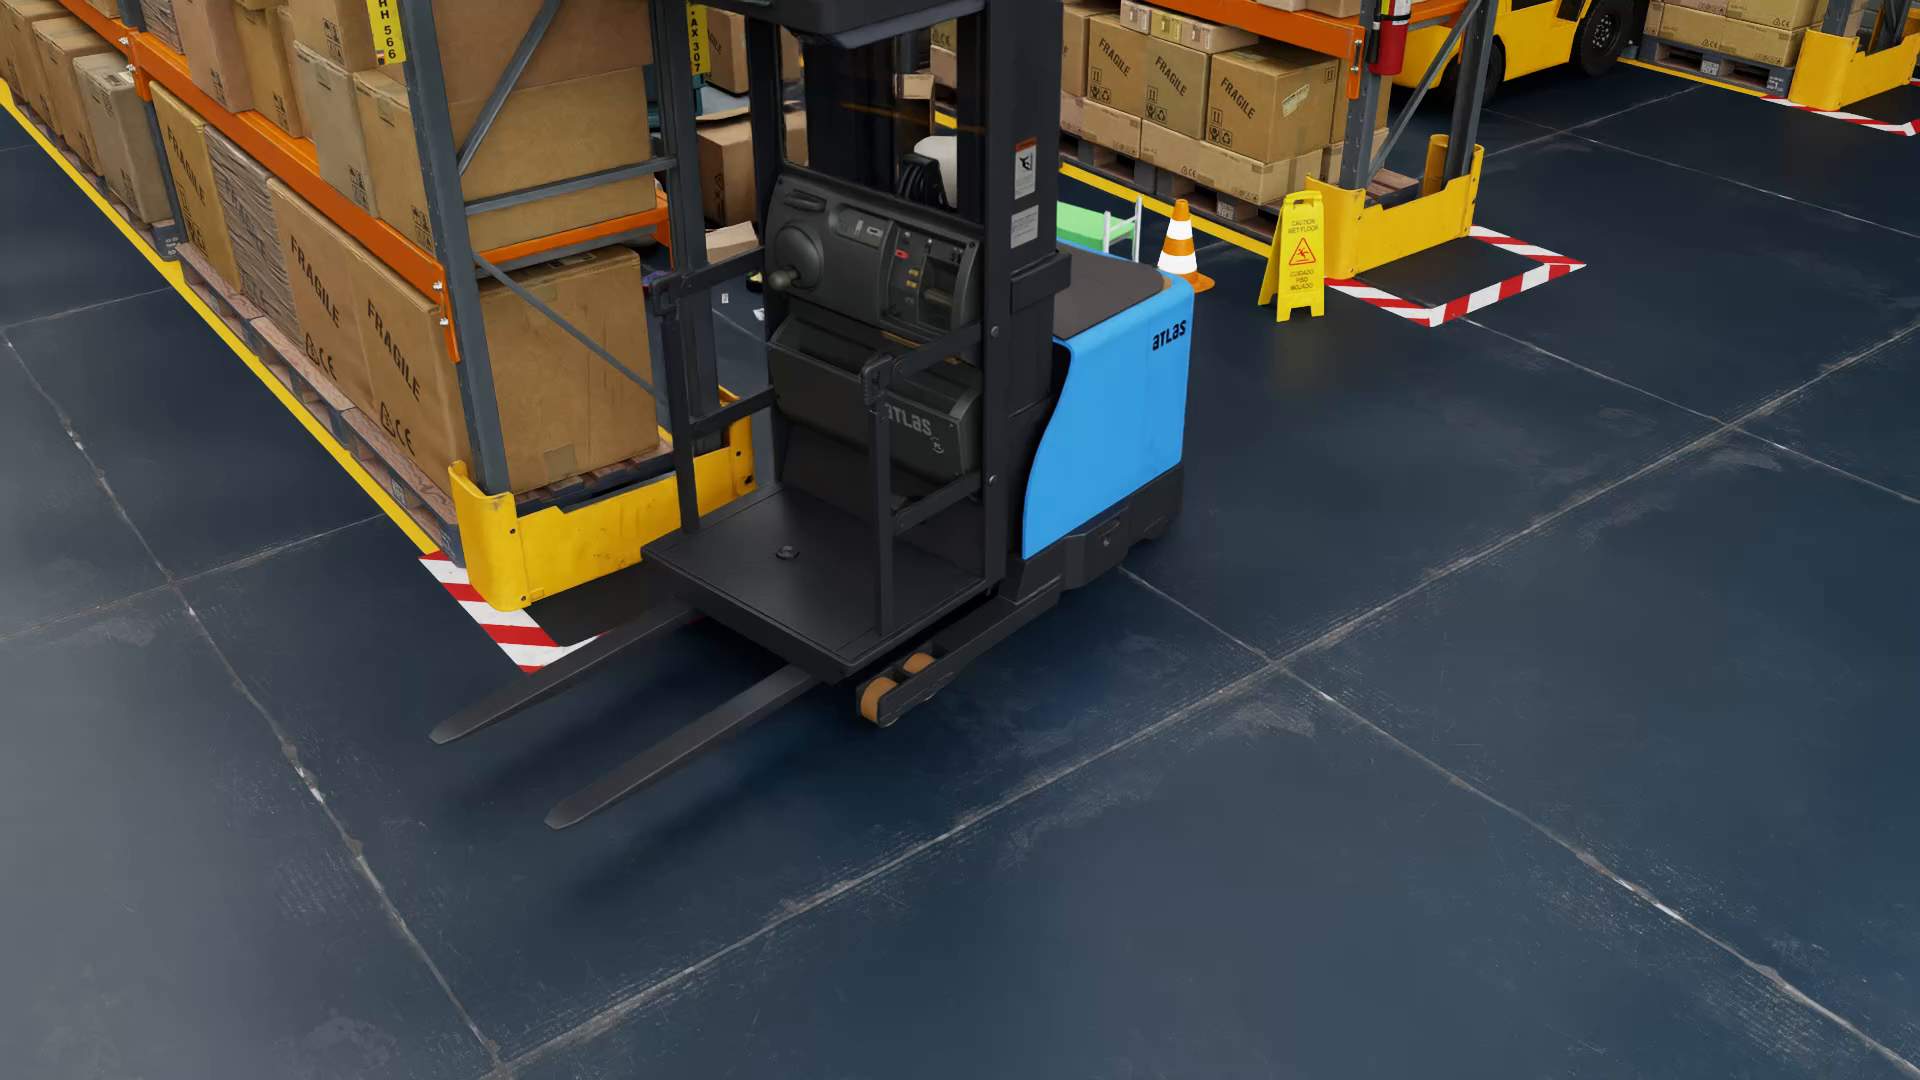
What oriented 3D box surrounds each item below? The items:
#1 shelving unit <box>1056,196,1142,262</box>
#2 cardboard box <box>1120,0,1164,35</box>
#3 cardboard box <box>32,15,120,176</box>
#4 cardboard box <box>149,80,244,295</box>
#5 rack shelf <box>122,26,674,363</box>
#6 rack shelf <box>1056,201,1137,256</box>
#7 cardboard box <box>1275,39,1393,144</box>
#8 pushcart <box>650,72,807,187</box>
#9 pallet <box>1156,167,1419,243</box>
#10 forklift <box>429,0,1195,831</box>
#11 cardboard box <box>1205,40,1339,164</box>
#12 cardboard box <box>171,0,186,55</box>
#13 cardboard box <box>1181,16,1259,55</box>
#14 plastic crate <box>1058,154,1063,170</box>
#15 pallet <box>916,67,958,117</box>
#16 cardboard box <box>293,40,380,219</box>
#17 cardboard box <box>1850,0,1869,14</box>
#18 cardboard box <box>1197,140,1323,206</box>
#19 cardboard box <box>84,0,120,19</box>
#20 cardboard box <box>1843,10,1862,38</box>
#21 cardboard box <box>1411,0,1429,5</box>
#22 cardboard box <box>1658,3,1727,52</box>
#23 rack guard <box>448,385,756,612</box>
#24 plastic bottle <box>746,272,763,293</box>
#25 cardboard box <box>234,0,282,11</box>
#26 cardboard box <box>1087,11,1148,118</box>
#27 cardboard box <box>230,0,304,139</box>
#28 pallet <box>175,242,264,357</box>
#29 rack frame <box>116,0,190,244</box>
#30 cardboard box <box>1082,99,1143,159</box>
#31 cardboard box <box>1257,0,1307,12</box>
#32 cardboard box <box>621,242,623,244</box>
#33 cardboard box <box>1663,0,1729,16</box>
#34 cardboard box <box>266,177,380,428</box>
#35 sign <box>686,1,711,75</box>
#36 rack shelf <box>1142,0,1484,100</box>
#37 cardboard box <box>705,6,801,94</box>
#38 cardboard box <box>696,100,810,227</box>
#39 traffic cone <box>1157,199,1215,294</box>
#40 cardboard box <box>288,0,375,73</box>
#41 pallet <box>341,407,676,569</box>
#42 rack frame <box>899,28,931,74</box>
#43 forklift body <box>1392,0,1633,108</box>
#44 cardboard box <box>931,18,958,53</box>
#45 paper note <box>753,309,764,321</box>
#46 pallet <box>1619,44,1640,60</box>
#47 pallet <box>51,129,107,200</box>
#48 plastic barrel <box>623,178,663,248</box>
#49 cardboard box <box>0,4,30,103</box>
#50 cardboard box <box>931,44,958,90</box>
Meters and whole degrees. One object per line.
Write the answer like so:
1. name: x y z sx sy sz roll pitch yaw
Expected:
1. shelving unit: 0.465 -0.912 7.082 0.503 1.200 0.258 24 39 33
2. cardboard box: 1.166 -3.103 9.785 0.380 0.149 0.250 -21 37 -29
3. cardboard box: -4.887 -2.780 10.118 1.050 0.750 0.750 -22 38 -31
4. cardboard box: -3.517 -1.916 8.607 0.875 0.875 0.875 -22 38 -31
5. rack shelf: -2.621 -1.786 7.464 1.077 0.370 4.000 -22 38 -31
6. rack shelf: 0.465 -1.266 6.862 0.480 0.148 0.258 24 39 33
7. cardboard box: 2.163 -2.666 9.696 0.500 0.500 0.500 -24 39 -33
8. pushcart: -1.769 -2.696 10.733 0.936 0.377 1.648 18 36 27
9. pallet: 1.937 -2.098 9.929 1.003 0.211 1.213 -22 38 -31
10. forklift: -0.447 -0.908 5.433 1.130 2.935 3.031 25 40 34
11. cardboard box: 1.757 -2.480 9.397 0.500 0.500 0.500 -22 38 -31
12. cardboard box: -3.256 -2.617 7.978 0.875 0.550 0.550 -22 38 -31
13. cardboard box: 1.478 -2.887 9.437 0.380 0.149 0.250 -21 38 -30
14. plastic crate: 0.316 -2.408 10.552 0.583 0.080 0.402 18 36 27
15. pallet: 0.441 -3.115 11.566 1.003 0.211 1.213 -22 38 -31
16. cardboard box: -2.012 -1.684 6.475 0.875 0.550 0.550 -22 38 -31
17. cardboard box: 6.248 -3.995 12.073 0.500 0.250 0.500 -21 38 -31
18. cardboard box: 1.731 -2.171 9.611 0.500 0.250 0.500 -22 38 -32
19. cardboard box: -4.378 -3.098 8.801 0.500 0.500 0.500 -23 38 -32
20. cardboard box: 6.226 -3.787 12.213 0.500 0.250 0.500 -22 38 -31
21. cardboard box: 2.409 -3.003 8.980 0.380 0.149 0.250 -22 38 -31
22. cardboard box: 5.537 -3.823 12.270 0.500 0.250 0.500 -22 38 -31
23. rack guard: -1.380 -0.186 6.575 1.175 0.500 0.348 -22 38 -31
24. plastic bottle: -1.049 -1.376 8.908 0.283 0.061 0.133 18 36 27
25. cardboard box: -2.665 -2.603 6.932 0.875 0.550 0.500 -22 38 -31
26. cardboard box: 1.130 -2.909 10.088 0.500 0.500 0.500 -23 39 -32
27. cardboard box: -2.614 -2.165 7.251 0.875 0.550 0.500 -22 38 -31
28. pallet: -3.443 -1.398 8.801 1.003 0.211 1.213 -22 38 -31
29. rack frame: -3.847 -2.925 8.616 1.000 3.000 0.127 -22 38 -31
30. cardboard box: 1.109 -2.596 10.295 0.500 0.250 0.500 -24 39 -33
31. cardboard box: 1.812 -2.951 8.896 0.380 0.149 0.250 -23 38 -32
32. cardboard box: -2.085 -1.549 8.768 0.500 0.500 0.500 -16 35 -23
33. cardboard box: 5.528 -4.046 12.155 0.500 0.250 0.500 -23 38 -32
34. cardboard box: -2.404 -1.161 7.392 0.875 0.875 0.875 -23 39 -32
35. sign: -0.952 -1.836 5.968 0.100 0.325 0.005 -22 38 -31
36. rack shelf: 1.227 -3.429 10.110 1.077 0.370 4.000 -22 38 -31
37. cardboard box: -1.387 -3.240 10.775 0.500 0.500 0.500 -22 38 -31
38. cardboard box: -1.203 -2.198 9.684 0.797 0.637 0.503 -22 38 -31
39. traffic cone: 1.171 -1.585 8.864 0.336 0.463 0.334 -22 38 -31
40. cardboard box: -2.001 -2.147 6.198 0.875 0.550 0.550 -22 38 -31
41. pallet: -1.946 -0.381 7.163 1.003 0.211 1.213 -22 38 -31
42. rack frame: 0.001 -4.568 11.262 1.000 3.000 0.127 -22 38 -31
43. forklift body: 3.768 -4.348 11.712 2.313 2.155 1.214 -22 38 -31
44. cardboard box: 0.149 -3.564 11.143 0.500 0.500 0.500 -20 37 -29
45. paper note: -0.989 -1.181 8.624 0.144 0.017 0.142 -10 33 -15
46. pallet: 5.126 -4.138 13.212 1.003 0.211 1.213 -22 38 -31
47. pallet: -5.132 -2.546 10.649 1.003 0.211 1.213 -22 38 -31
48. plastic barrel: -1.940 -1.854 9.334 0.512 0.421 0.421 1 32 2
49. cardboard box: -5.998 -3.532 11.327 1.050 0.750 0.750 -23 38 -32
50. cardboard box: 0.149 -3.245 11.340 0.500 0.250 0.500 -24 39 -33
